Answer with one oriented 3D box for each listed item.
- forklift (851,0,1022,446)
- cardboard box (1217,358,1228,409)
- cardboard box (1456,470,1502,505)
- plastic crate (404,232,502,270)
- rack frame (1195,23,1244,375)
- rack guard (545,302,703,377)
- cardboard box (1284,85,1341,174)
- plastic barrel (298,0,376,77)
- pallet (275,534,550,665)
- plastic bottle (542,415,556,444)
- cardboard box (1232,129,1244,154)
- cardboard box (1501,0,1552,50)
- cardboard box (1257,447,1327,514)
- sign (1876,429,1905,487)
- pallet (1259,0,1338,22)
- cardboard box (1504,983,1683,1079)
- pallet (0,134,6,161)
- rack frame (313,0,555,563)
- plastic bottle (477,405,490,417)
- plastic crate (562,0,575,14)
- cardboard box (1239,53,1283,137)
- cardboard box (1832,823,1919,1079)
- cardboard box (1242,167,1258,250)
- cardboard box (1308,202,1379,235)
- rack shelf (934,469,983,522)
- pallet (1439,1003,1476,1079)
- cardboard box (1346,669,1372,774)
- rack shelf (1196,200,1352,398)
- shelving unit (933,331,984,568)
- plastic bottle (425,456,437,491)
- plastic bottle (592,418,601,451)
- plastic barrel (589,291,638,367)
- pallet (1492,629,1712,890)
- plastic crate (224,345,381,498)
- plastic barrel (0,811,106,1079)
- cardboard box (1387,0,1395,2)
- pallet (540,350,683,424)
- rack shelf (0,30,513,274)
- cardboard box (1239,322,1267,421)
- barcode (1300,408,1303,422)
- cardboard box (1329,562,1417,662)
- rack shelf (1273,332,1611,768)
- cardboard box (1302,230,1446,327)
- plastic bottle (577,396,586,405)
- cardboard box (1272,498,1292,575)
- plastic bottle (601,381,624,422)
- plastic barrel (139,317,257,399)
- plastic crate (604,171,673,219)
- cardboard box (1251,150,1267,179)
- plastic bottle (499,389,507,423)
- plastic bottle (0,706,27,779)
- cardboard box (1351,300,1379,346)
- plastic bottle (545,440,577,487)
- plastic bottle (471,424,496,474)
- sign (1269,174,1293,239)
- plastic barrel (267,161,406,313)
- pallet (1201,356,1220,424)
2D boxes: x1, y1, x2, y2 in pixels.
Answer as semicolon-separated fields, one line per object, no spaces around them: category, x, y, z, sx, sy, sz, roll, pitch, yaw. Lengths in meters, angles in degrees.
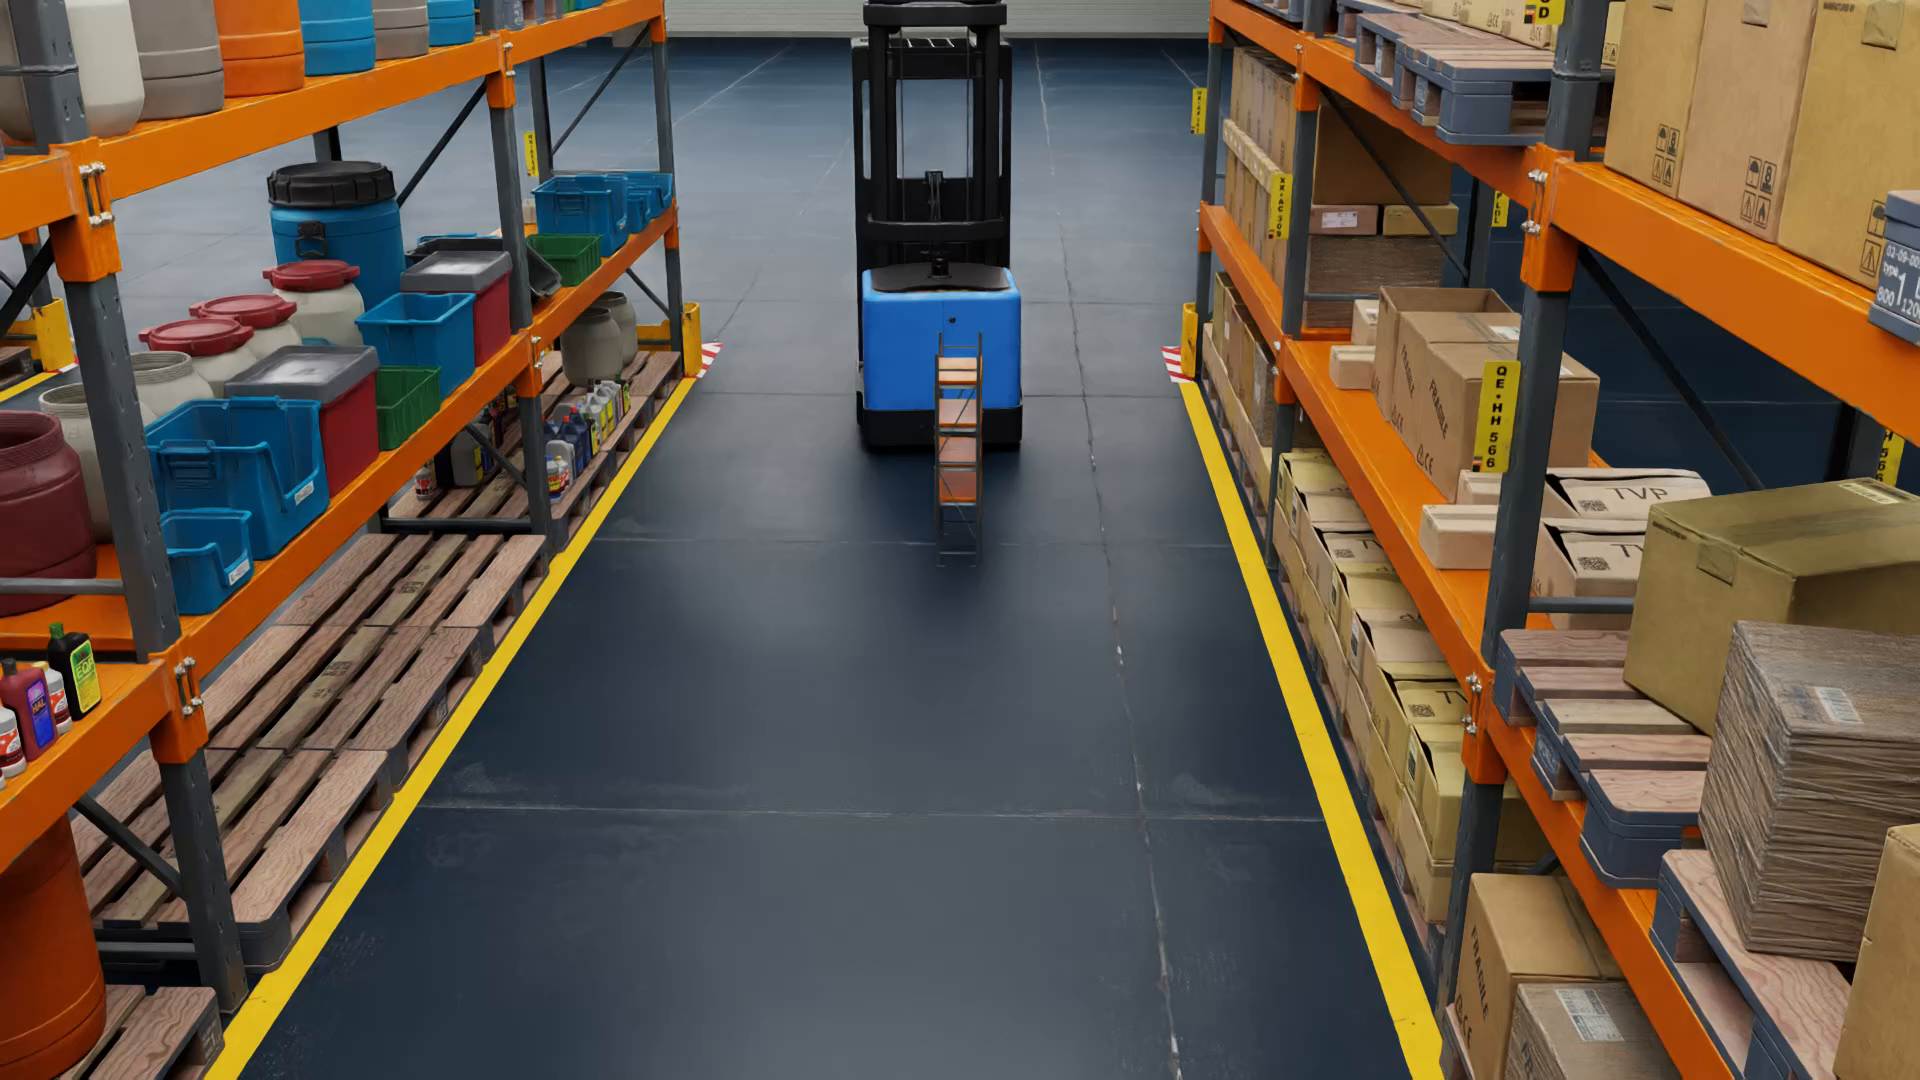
forklift;-0.208;-2.474;11.854;1.130;2.935;3.031;-1;21;-4
cardboard box;2.037;-1.053;11.315;0.500;0.250;0.500;1;21;2
cardboard box;2.042;-0.144;6.100;0.380;0.149;0.250;2;21;6
plastic crate;-3.007;-1.635;9.802;0.499;0.251;0.616;1;21;2
rack frame;2.303;-2.692;12.319;1.000;3.000;0.127;1;21;2
rack guard;-2.603;-1.554;12.843;1.175;0.500;0.348;1;21;2
cardboard box;2.203;-2.240;9.224;0.700;0.500;0.500;1;21;1
plastic barrel;-2.608;-2.274;6.404;0.600;0.901;0.708;1;21;2
pallet;-2.755;0.283;8.507;1.003;0.211;1.213;1;21;2
plastic bottle;-2.474;-0.560;9.880;0.144;0.351;0.185;1;21;2
cardboard box;2.062;-2.716;11.346;0.380;0.149;0.250;1;21;2
cardboard box;2.015;-1.678;5.186;0.500;0.250;0.500;1;21;3
cardboard box;1.977;-0.329;9.452;0.500;0.250;0.500;1;21;2
sign;2.603;-0.299;4.663;0.100;0.325;0.005;1;21;2
pallet;2.182;-2.911;8.861;1.003;0.211;1.213;1;21;2
cardboard box;1.750;1.512;4.333;0.500;0.500;0.500;0;21;0
pallet;-3.012;-0.890;3.790;1.003;0.211;1.213;1;21;2
rack frame;-2.769;-1.301;8.736;1.000;3.000;0.127;1;21;2
plastic bottle;-3.013;-0.717;10.388;0.152;0.276;0.135;1;21;3
plastic crate;-2.449;-3.168;9.694;0.336;0.188;0.450;1;21;2
cardboard box;2.264;-2.965;11.092;0.700;0.500;0.500;0;21;0
cardboard box;1.930;0.765;2.691;0.700;0.500;0.500;-5;22;-12
cardboard box;2.244;-2.200;10.915;0.700;0.500;0.500;1;21;2
cardboard box;1.976;-1.695;8.716;0.380;0.149;0.250;1;21;2
rack shelf;-0.005;-0.252;9.254;0.258;0.148;0.480;1;21;2
pallet;1.999;1.770;4.674;1.003;0.211;1.213;1;21;2
cardboard box;1.862;0.726;6.732;0.500;0.250;0.500;1;21;3
rack shelf;2.242;-1.633;10.586;1.077;0.370;4.000;1;21;2
shelving unit;-0.005;-0.500;9.158;0.258;1.200;0.503;1;21;2
plastic bottle;-3.085;-0.418;9.605;0.061;0.283;0.133;2;21;4
plastic bottle;-2.292;-0.659;10.342;0.097;0.201;0.097;0;21;0
plastic barrel;-2.591;-1.545;12.222;0.421;0.512;0.421;0;21;0
pallet;2.109;0.536;4.266;1.213;0.211;1.003;1;21;2
plastic crate;-2.536;-0.466;6.494;0.402;0.464;0.583;1;21;2
plastic barrel;-2.889;1.138;4.869;0.600;0.830;0.708;1;21;2
cardboard box;2.153;-2.547;7.427;0.500;0.250;0.500;3;21;7
pallet;-2.633;-1.126;12.139;1.003;0.211;1.213;1;21;2
rack shelf;-2.830;-1.641;6.460;1.077;0.370;4.000;1;21;2
cardboard box;2.015;-1.040;10.248;0.500;0.500;0.500;1;21;2
barcode;1.758;-0.645;8.565;0.001;0.075;0.075;1;21;2
cardboard box;1.874;0.282;7.101;0.500;0.311;0.500;1;21;3
rack shelf;2.121;-0.187;6.858;1.077;0.370;4.000;1;21;2
cardboard box;2.189;-1.453;8.988;0.700;0.500;0.500;0;21;0
plastic bottle;-2.430;-0.833;10.789;0.097;0.201;0.097;0;21;0
cardboard box;1.922;-0.016;8.645;0.500;0.250;0.500;0;21;0
plastic bottle;-2.300;-0.923;10.918;0.152;0.276;0.135;1;21;2
plastic barrel;-3.053;-0.599;6.739;0.433;0.535;0.433;0;21;0
plastic crate;-2.364;-2.494;12.015;0.499;0.251;0.616;1;21;2
cardboard box;2.028;-2.345;10.392;0.380;0.149;0.250;1;21;2
plastic bottle;-3.025;-0.905;10.877;0.097;0.271;0.097;0;21;0
plastic bottle;-2.506;0.514;4.333;0.097;0.201;0.097;0;21;0
cardboard box;2.210;-0.997;8.159;0.500;0.250;0.500;2;21;5
plastic bottle;-2.339;-0.464;9.736;0.152;0.276;0.135;1;21;4
plastic bottle;-2.883;-0.549;9.955;0.152;0.276;0.135;1;21;2
sign;1.627;-1.691;8.435;0.100;0.325;0.005;1;21;2
plastic barrel;-3.084;-1.399;8.294;0.600;0.901;0.708;1;21;2
pallet;2.322;-1.115;12.110;1.003;0.211;1.213;1;21;2
